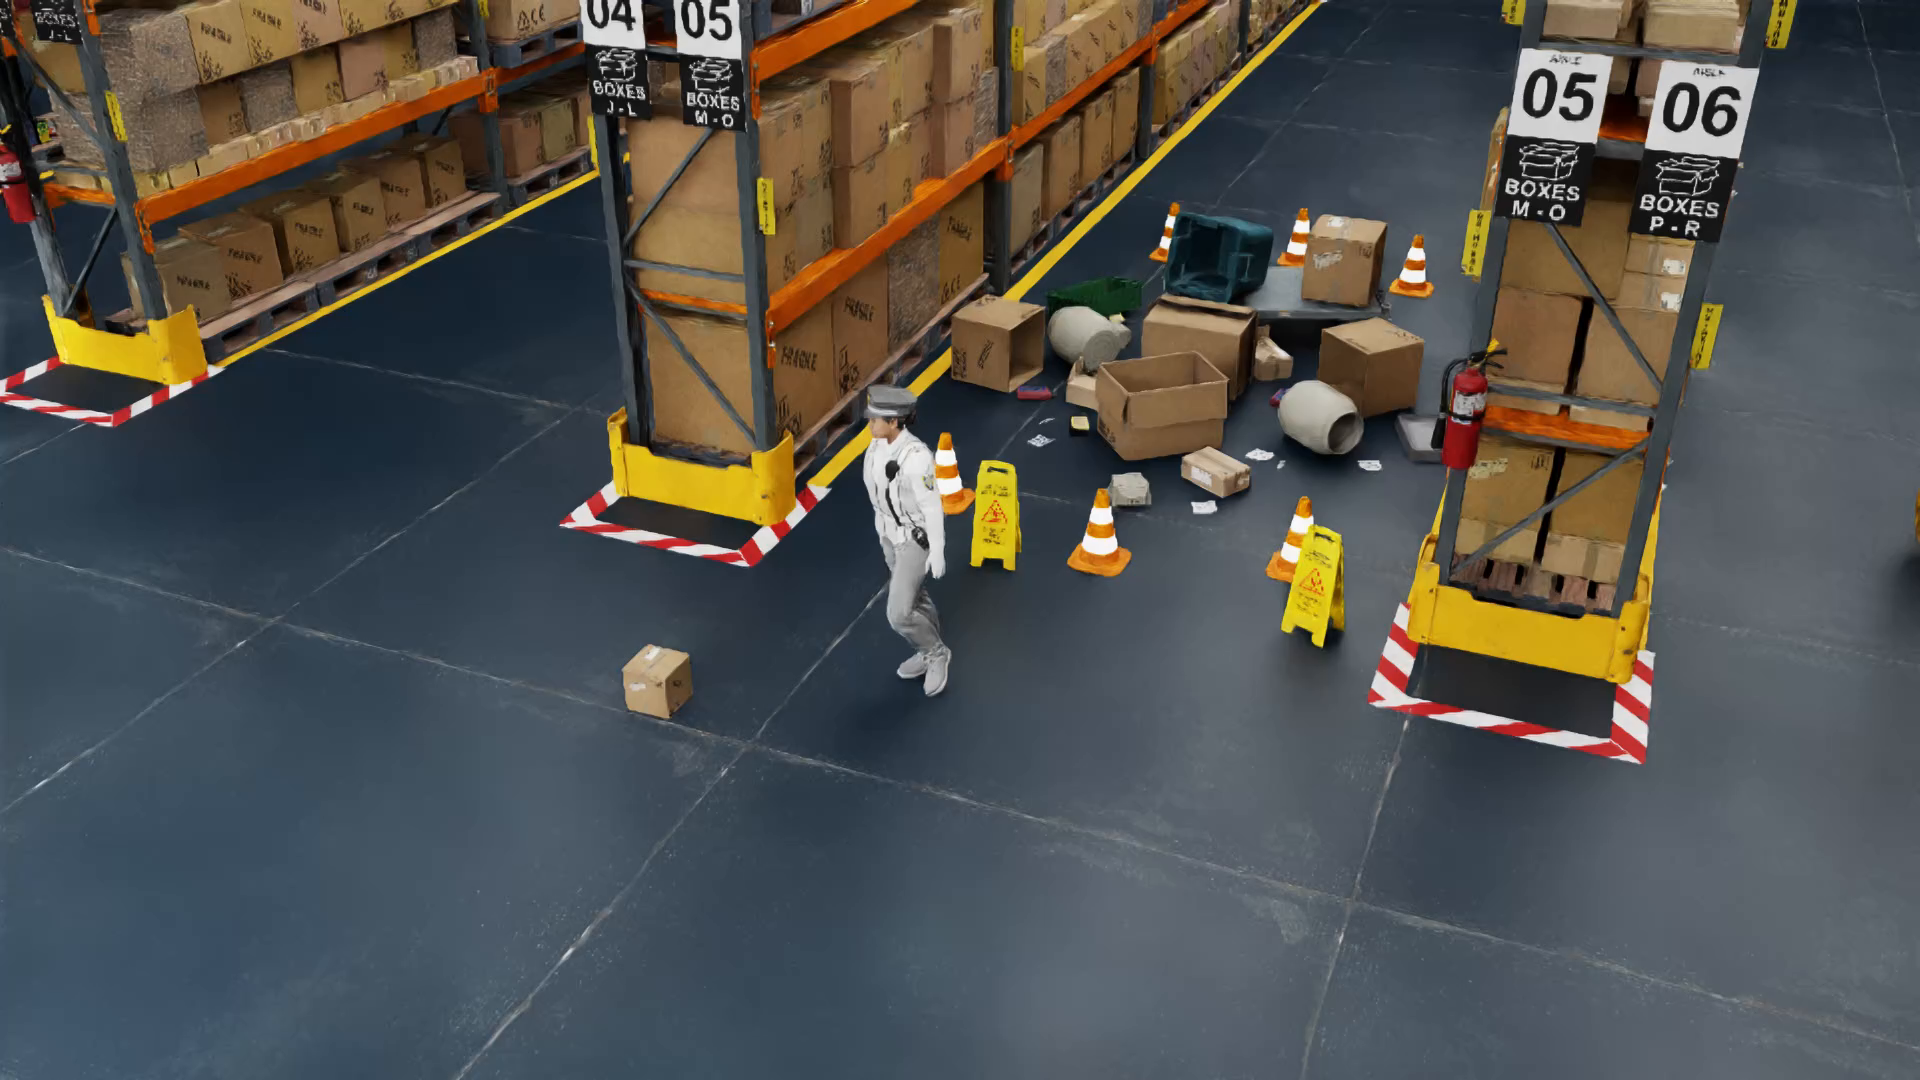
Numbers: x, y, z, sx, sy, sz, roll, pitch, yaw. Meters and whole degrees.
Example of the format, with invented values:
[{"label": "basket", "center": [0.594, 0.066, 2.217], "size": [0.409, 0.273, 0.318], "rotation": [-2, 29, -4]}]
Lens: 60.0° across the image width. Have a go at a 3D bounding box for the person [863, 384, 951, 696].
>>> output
[{"label": "person", "center": [-0.261, -0.013, 8.387], "size": [0.430, 1.663, 0.536], "rotation": [-17, 34, -28]}]
